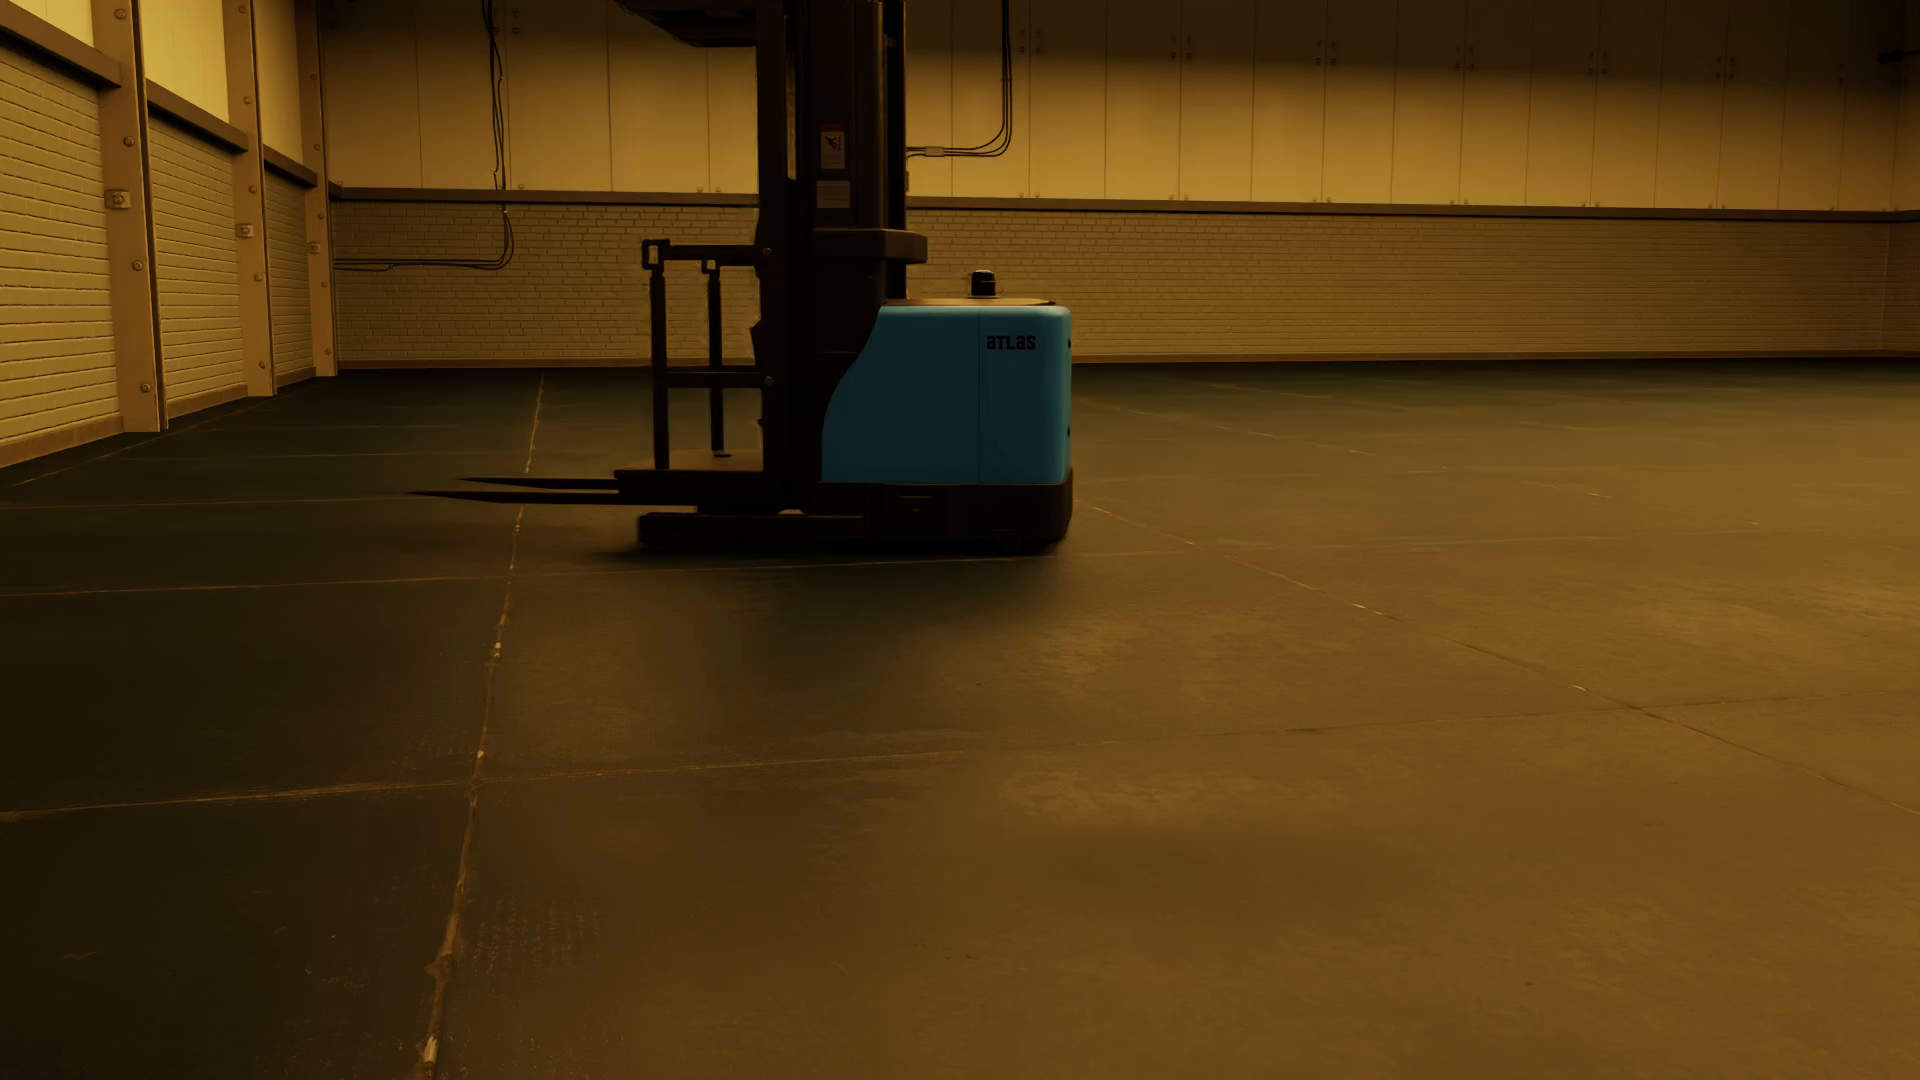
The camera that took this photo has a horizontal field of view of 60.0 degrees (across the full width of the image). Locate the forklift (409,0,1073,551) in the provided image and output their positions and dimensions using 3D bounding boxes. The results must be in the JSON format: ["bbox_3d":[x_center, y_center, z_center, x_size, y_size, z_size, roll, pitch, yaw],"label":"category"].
[{"bbox_3d":[-1.003,-1.475,7.669,3.031,2.935,1.130,1,8,6],"label":"forklift"}]
